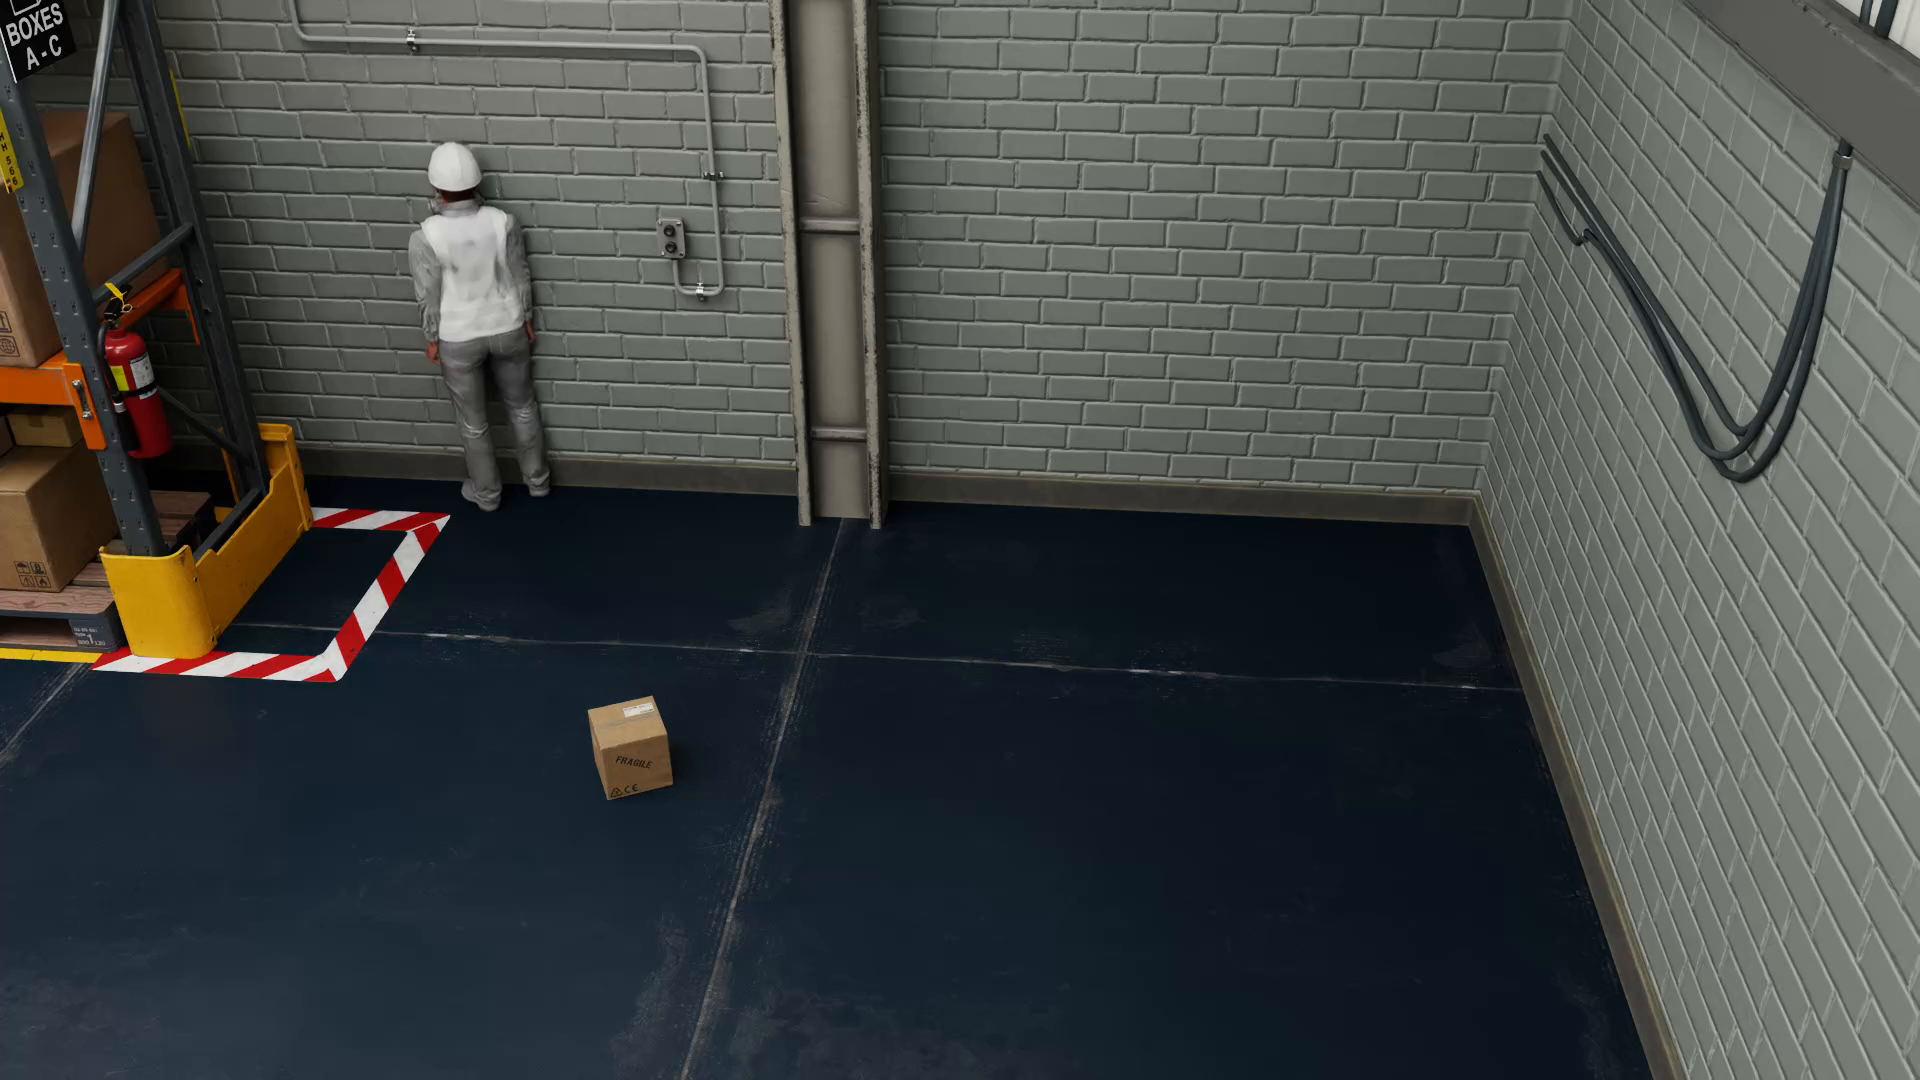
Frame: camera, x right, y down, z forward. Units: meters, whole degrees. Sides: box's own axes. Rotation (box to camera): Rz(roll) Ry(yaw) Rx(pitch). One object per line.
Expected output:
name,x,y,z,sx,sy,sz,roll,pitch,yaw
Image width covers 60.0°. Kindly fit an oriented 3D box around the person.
person,-2.223,-0.968,7.674,0.529,1.784,0.358,-18,36,-27
